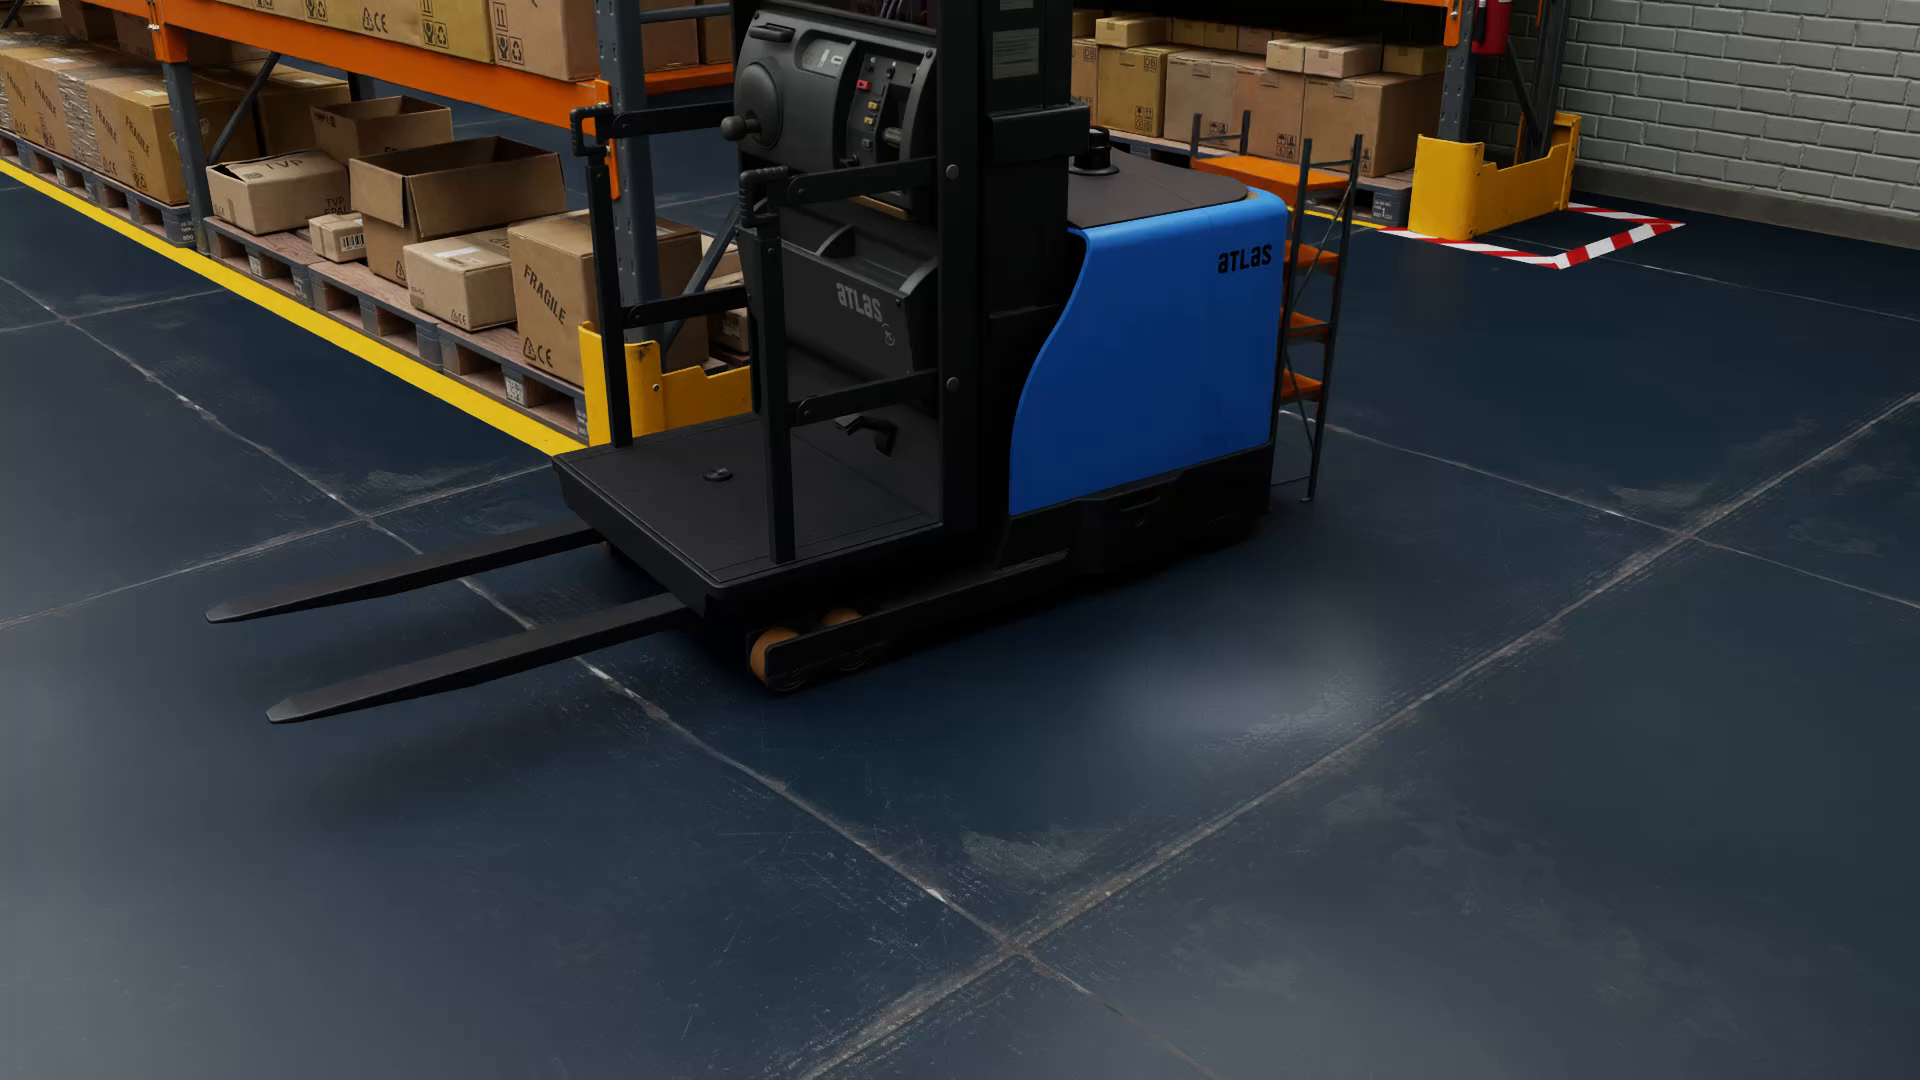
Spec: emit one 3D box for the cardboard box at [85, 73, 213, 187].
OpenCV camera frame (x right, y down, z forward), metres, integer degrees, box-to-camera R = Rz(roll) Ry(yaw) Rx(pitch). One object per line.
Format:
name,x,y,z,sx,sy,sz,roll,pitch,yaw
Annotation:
cardboard box,-4.337,-2.225,8.996,0.500,0.500,0.500,-21,32,-38

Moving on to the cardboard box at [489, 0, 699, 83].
cardboard box,-1.230,-1.834,5.536,0.500,0.500,0.500,-20,31,-37

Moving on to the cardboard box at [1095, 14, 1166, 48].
cardboard box,1.048,-3.128,10.217,0.380,0.149,0.250,-22,33,-40

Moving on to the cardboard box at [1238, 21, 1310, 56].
cardboard box,1.876,-2.994,9.924,0.380,0.149,0.250,-21,32,-38

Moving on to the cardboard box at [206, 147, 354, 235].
cardboard box,-3.330,-1.730,8.139,0.500,0.311,0.500,-21,32,-38

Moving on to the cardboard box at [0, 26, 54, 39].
cardboard box,-6.091,-2.998,10.689,0.500,0.500,0.500,-20,31,-36

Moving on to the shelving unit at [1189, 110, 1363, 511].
shelving unit,0.964,-0.750,5.431,0.258,1.200,0.503,-13,27,-33

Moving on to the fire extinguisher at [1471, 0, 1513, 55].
fire extinguisher,2.654,-2.755,8.218,0.296,0.674,0.183,-21,32,-38

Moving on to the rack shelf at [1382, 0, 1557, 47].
rack shelf,1.521,-3.415,9.989,1.077,0.370,4.000,-21,32,-38

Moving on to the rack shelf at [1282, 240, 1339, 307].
rack shelf,0.971,-0.894,5.371,0.258,0.148,0.480,-13,27,-33

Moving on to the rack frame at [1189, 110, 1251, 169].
rack frame,0.825,-0.833,5.614,0.240,1.200,0.015,-13,27,-33

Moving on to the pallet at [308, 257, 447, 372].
pallet,-2.152,-1.095,7.397,1.003,0.211,1.213,-21,32,-38

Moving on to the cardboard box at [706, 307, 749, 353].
cardboard box,-0.761,-0.858,6.421,0.380,0.149,0.250,-21,32,-38

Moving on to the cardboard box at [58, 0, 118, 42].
cardboard box,-5.341,-3.325,10.504,0.500,0.250,0.500,-20,31,-37

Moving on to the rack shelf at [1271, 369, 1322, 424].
rack shelf,0.952,-0.505,5.534,0.258,0.148,0.480,-13,27,-33

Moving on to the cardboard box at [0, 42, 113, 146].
cardboard box,-5.390,-2.688,10.009,0.500,0.500,0.500,-22,32,-39

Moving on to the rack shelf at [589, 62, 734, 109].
rack shelf,-2.092,-2.098,6.866,0.919,0.124,3.809,-21,32,-38

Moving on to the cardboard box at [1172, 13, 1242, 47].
cardboard box,1.528,-3.149,10.262,0.380,0.149,0.250,-22,32,-39

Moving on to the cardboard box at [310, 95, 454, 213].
cardboard box,-2.863,-1.913,8.311,0.500,0.500,0.500,-21,32,-38

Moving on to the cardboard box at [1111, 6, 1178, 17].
cardboard box,1.179,-3.303,10.601,0.380,0.149,0.250,-23,33,-40

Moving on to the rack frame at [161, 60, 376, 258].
rack frame,-3.459,-2.942,8.085,1.000,3.000,0.127,-21,32,-38

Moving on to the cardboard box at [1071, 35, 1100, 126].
cardboard box,0.932,-2.994,10.704,0.700,0.500,0.500,-22,32,-39

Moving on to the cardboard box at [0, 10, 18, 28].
cardboard box,-6.731,-3.438,11.304,0.500,0.311,0.500,-20,31,-37

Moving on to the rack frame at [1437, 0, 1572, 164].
rack frame,2.888,-3.137,8.512,1.000,3.000,0.127,-21,32,-38

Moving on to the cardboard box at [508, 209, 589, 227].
cardboard box,-1.573,-1.228,7.110,0.500,0.250,0.500,-21,32,-38

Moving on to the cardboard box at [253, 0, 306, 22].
cardboard box,-2.617,-2.450,6.885,0.500,0.500,0.500,-21,32,-39

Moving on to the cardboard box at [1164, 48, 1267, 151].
cardboard box,1.650,-2.678,10.012,0.500,0.500,0.700,23,33,40

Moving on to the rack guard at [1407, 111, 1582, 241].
rack guard,2.905,-1.992,9.015,1.175,0.500,0.348,-21,32,-38

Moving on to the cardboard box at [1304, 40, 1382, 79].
cardboard box,2.116,-2.657,9.183,0.380,0.149,0.250,-22,32,-39

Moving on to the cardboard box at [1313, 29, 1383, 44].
cardboard box,2.221,-2.841,9.589,0.380,0.149,0.250,-21,32,-38

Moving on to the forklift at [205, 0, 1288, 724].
forklift,-0.519,-1.185,4.315,3.031,2.935,1.130,-16,29,-31

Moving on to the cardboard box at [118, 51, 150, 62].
cardboard box,-4.666,-2.686,10.006,0.500,0.500,0.500,22,33,40

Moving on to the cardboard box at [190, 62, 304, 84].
cardboard box,-3.985,-2.379,9.333,0.500,0.500,0.500,-21,32,-38

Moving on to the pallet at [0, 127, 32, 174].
pallet,-5.710,-2.648,10.801,1.003,0.211,1.213,-21,32,-38

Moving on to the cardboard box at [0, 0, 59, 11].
cardboard box,-6.702,-3.748,11.983,0.500,0.311,0.500,-22,33,-40

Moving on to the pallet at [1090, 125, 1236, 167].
pallet,1.455,-2.458,10.383,1.003,0.211,1.213,-21,32,-38

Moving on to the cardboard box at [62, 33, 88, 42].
cardboard box,-5.383,-3.000,10.694,0.500,0.500,0.500,-20,31,-37

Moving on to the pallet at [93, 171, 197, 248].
pallet,-4.043,-1.909,9.181,1.003,0.211,1.213,-21,32,-38

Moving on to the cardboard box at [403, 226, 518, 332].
cardboard box,-1.904,-1.071,6.766,0.500,0.250,0.500,-21,32,-38
